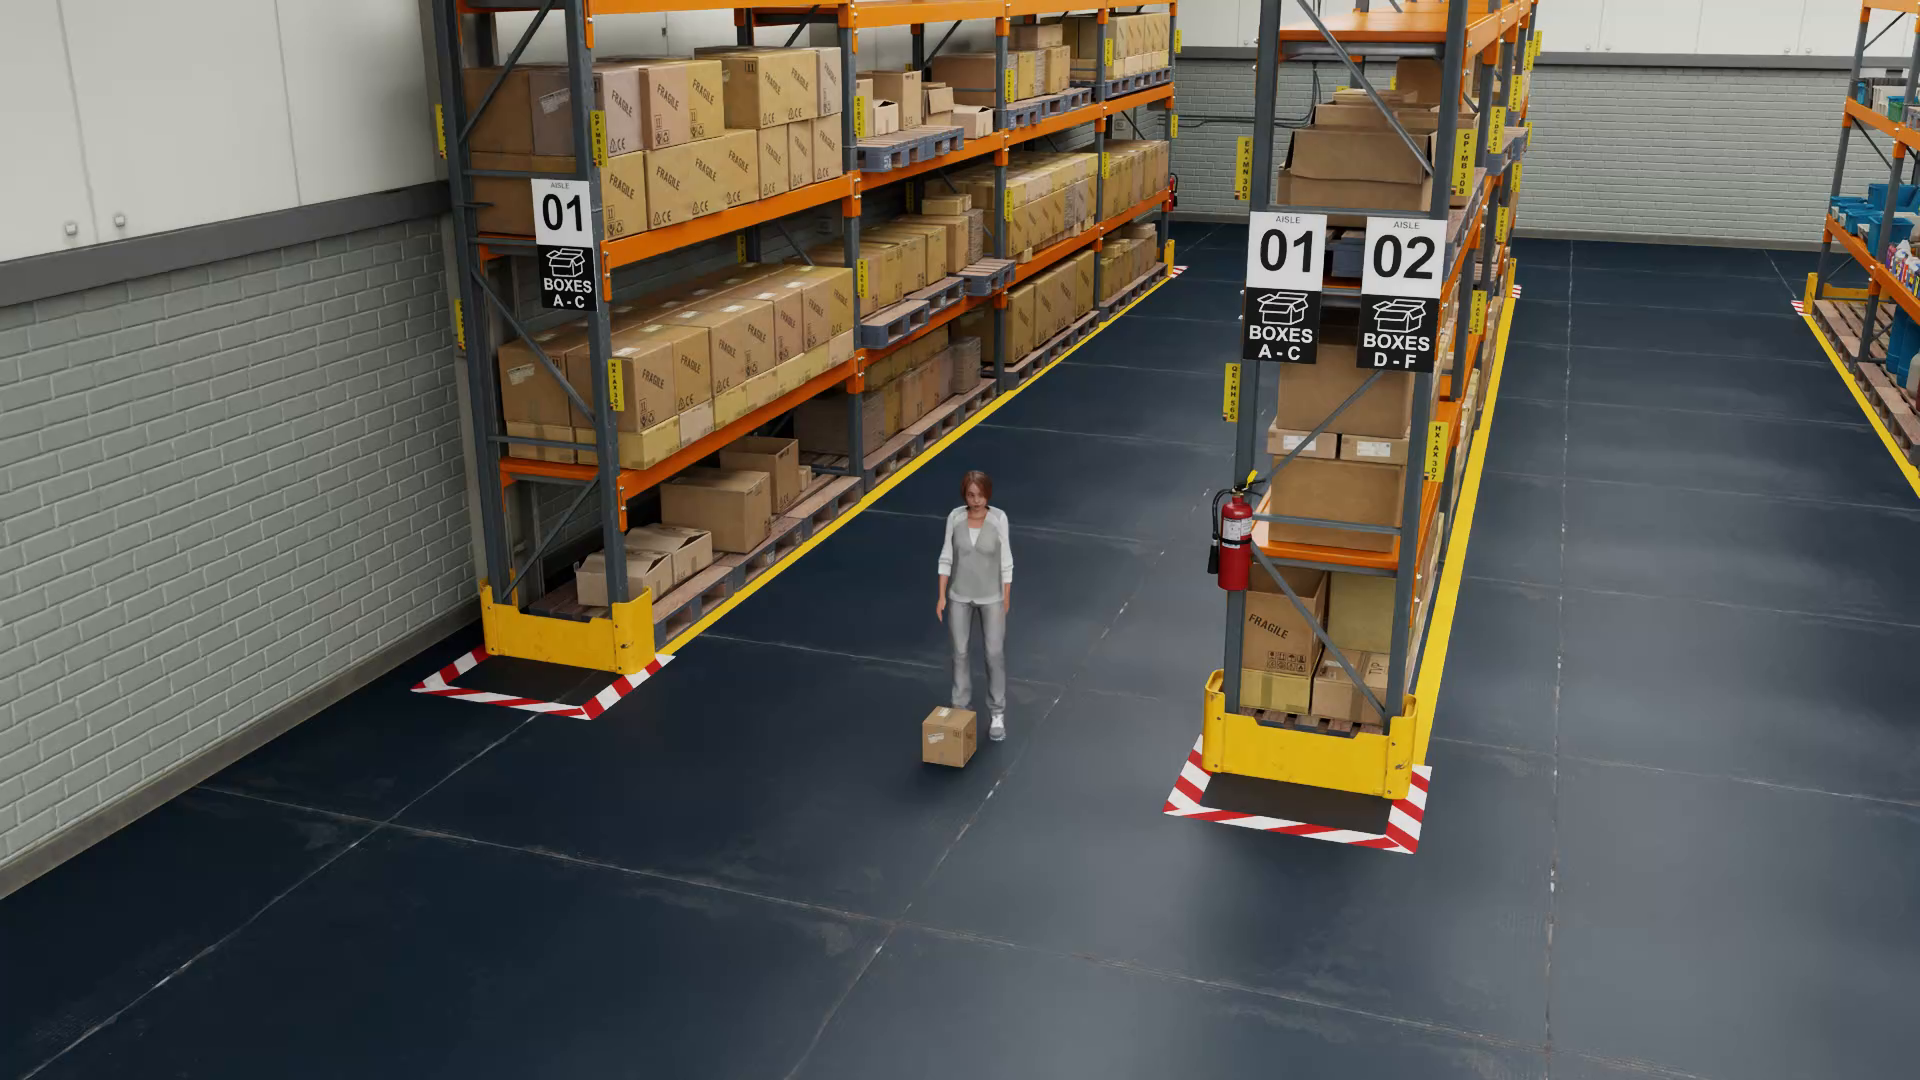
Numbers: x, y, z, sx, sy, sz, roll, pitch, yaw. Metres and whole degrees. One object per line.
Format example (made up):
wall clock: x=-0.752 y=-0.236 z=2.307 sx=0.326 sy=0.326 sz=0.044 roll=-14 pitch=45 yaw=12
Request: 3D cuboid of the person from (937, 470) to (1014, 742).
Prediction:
person: x=0.084 y=0.387 z=9.931 sx=0.434 sy=1.626 sz=0.420 roll=4 pitch=19 yaw=11
